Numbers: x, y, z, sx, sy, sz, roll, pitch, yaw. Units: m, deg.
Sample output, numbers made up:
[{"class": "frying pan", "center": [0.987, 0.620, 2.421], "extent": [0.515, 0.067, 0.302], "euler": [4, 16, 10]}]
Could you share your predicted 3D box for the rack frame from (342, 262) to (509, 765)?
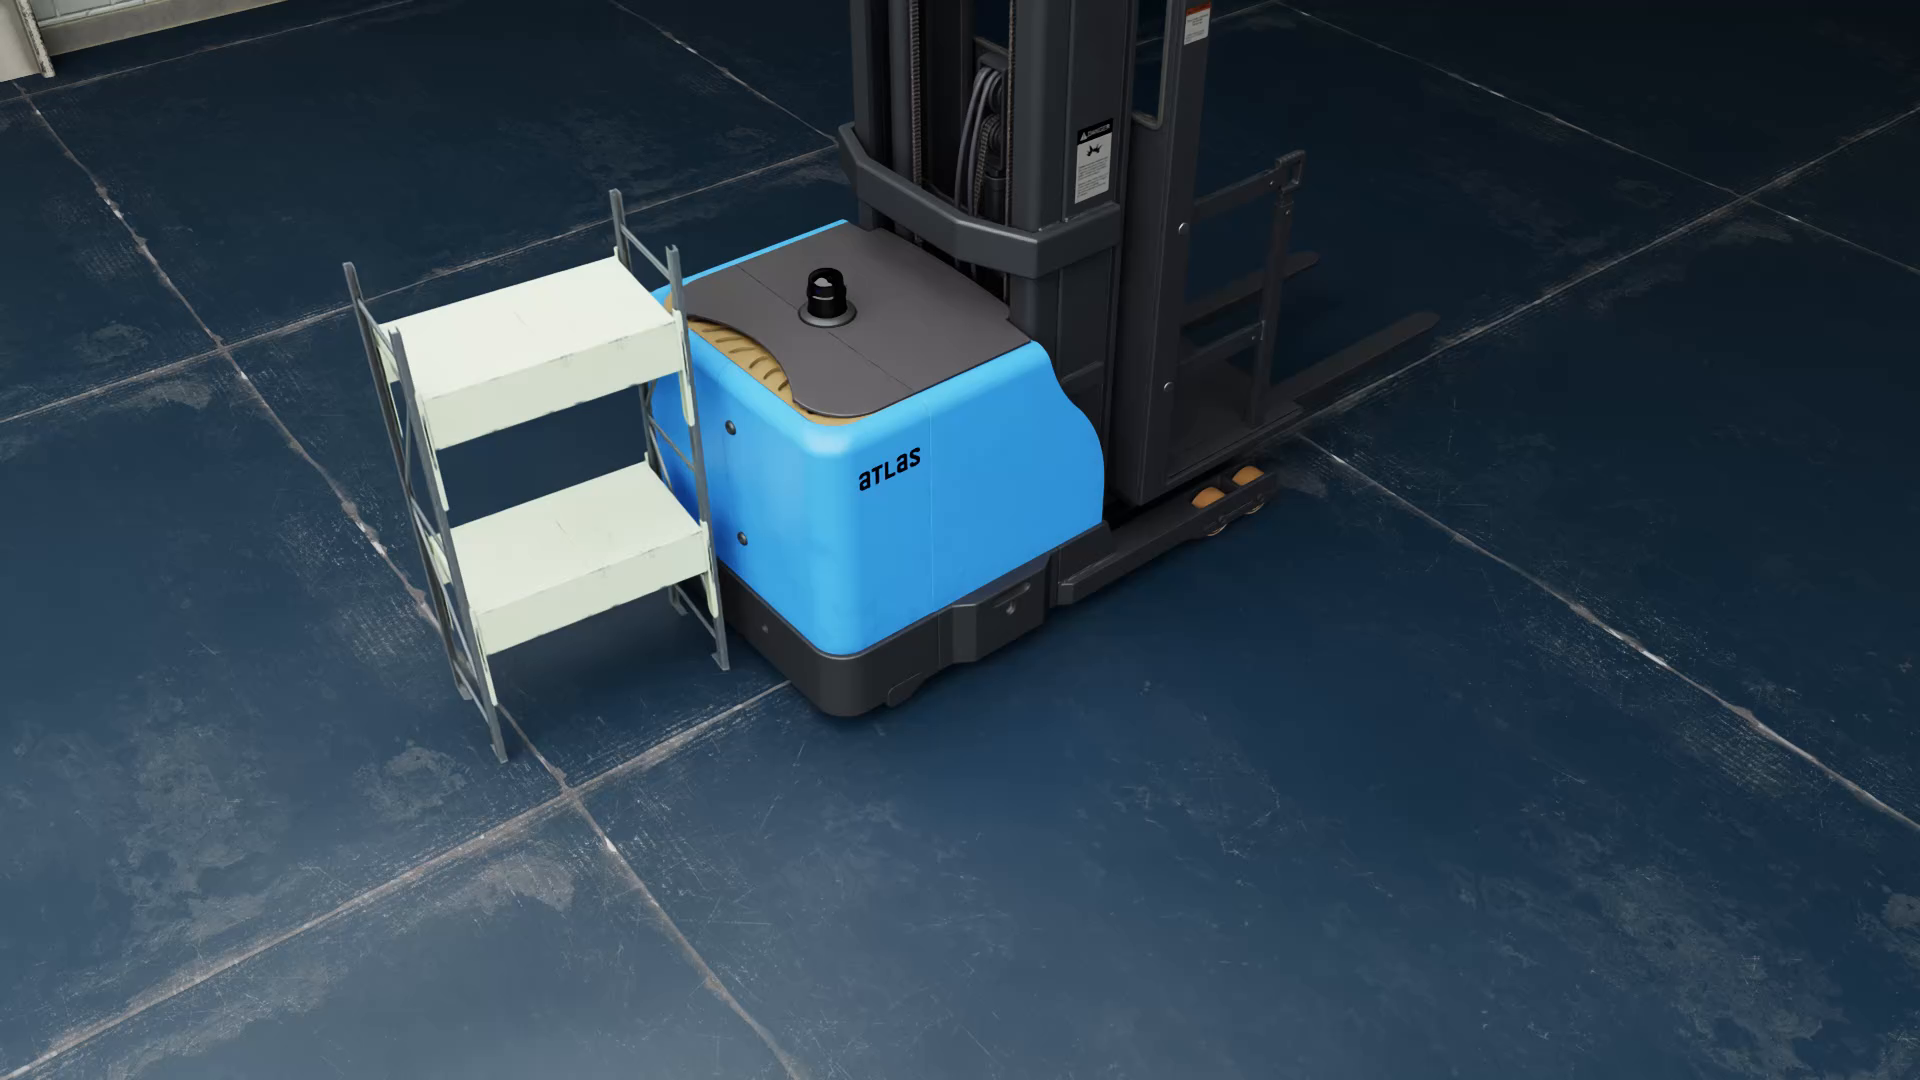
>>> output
[{"class": "rack frame", "center": [-1.460, -0.023, 4.595], "extent": [0.023, 1.500, 0.400], "euler": [-22, 44, -25]}]

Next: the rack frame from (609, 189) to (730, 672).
[{"class": "rack frame", "center": [-0.844, -0.274, 4.900], "extent": [0.023, 1.500, 0.400], "euler": [-22, 44, -25]}]

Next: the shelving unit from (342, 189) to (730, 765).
[{"class": "shelving unit", "center": [-1.152, -0.148, 4.748], "extent": [0.755, 1.500, 0.431], "euler": [-22, 44, -25]}]

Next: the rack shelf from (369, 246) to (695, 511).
[{"class": "rack shelf", "center": [-1.152, -0.450, 4.500], "extent": [0.720, 0.370, 0.431], "euler": [-22, 44, -25]}]

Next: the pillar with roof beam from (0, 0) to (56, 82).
[{"class": "pillar with roof beam", "center": [-2.366, -3.752, 3.229], "extent": [0.400, 9.000, 9.100], "euler": [-26, 46, -28]}]

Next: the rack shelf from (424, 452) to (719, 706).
[{"class": "rack shelf", "center": [-1.152, 0.104, 4.955], "extent": [0.720, 0.370, 0.431], "euler": [-22, 44, -25]}]

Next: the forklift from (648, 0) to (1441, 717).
[{"class": "forklift", "center": [0.483, -1.382, 5.124], "extent": [3.031, 2.935, 1.130], "euler": [-27, 47, -29]}]
